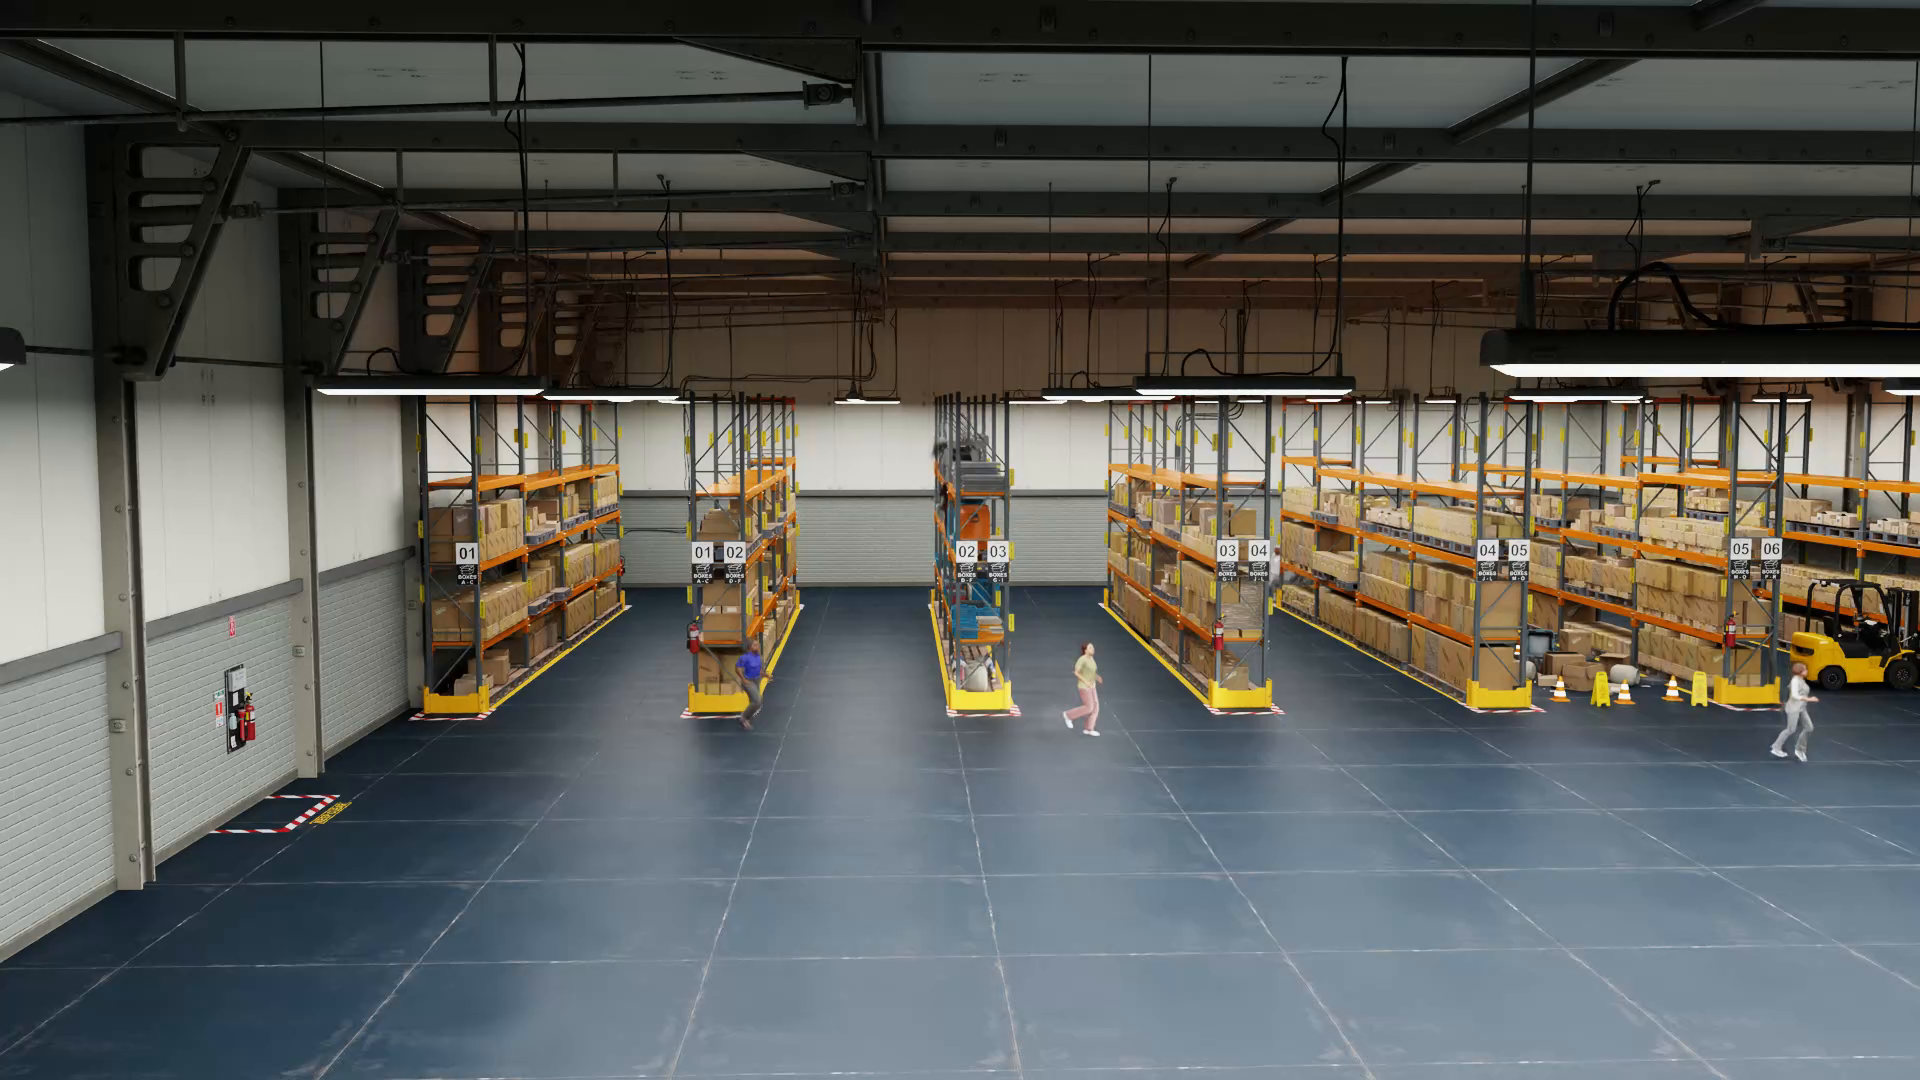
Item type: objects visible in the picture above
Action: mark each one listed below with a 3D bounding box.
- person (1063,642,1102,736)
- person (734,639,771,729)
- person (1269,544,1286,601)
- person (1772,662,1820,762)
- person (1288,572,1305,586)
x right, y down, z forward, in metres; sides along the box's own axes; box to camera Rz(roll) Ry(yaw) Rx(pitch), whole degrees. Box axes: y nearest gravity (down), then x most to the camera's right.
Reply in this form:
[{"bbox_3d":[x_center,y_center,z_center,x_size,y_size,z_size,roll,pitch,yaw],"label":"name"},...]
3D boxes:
[{"bbox_3d":[2.173,2.587,29.111,0.647,1.646,0.580,3,5,30],"label":"person"},{"bbox_3d":[-3.673,2.604,29.433,0.637,1.531,0.540,2,5,29],"label":"person"},{"bbox_3d":[9.221,0.957,48.666,0.565,1.717,0.744,-2,5,-18],"label":"person"},{"bbox_3d":[13.516,2.789,26.855,0.696,1.656,0.560,4,6,44],"label":"person"},{"bbox_3d":[9.976,0.933,49.119,0.754,1.781,0.692,4,6,39],"label":"person"}]
